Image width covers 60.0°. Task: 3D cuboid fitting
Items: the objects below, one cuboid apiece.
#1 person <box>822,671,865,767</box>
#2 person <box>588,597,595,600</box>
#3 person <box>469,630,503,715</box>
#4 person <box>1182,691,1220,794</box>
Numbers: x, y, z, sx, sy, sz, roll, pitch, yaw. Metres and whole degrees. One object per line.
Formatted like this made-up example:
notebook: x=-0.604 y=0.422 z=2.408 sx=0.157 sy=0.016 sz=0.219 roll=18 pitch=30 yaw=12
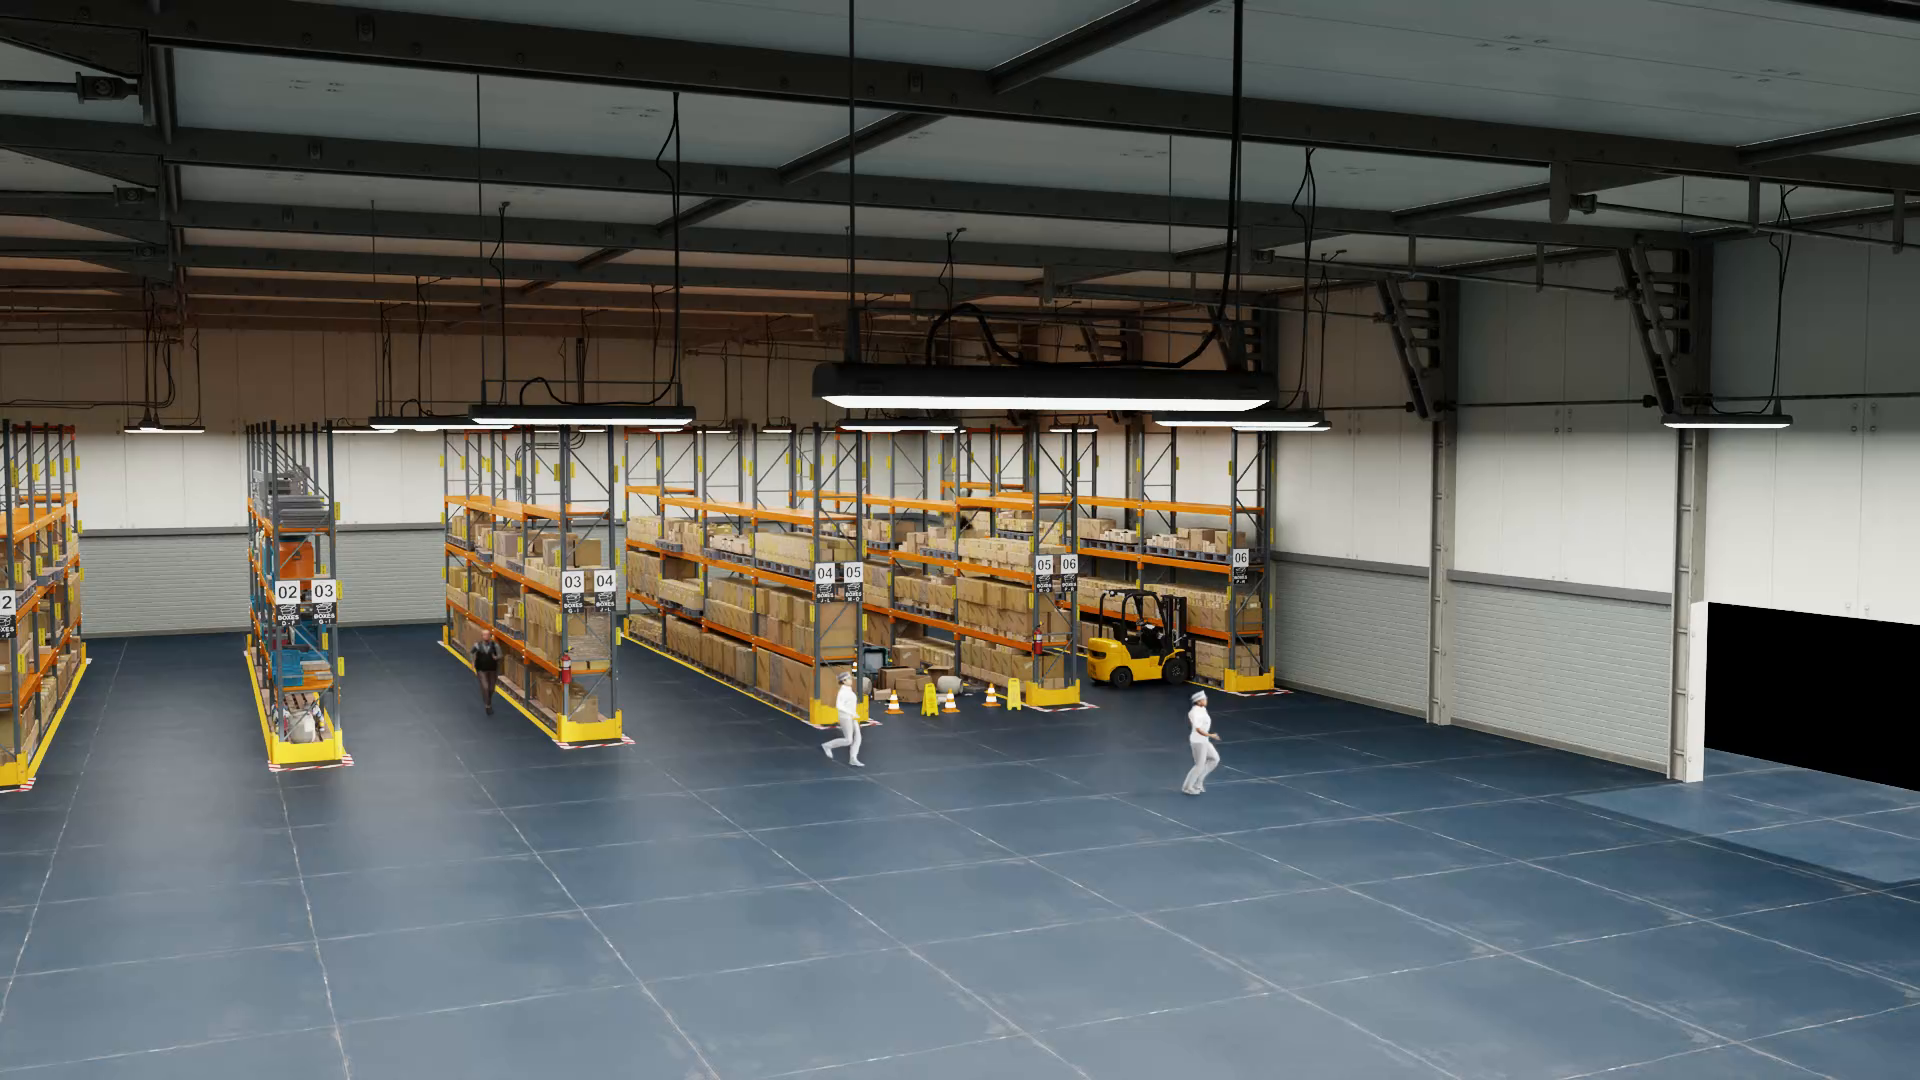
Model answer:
person: x=-2.000 y=3.098 z=28.857 sx=0.728 sy=1.682 sz=0.617 roll=1 pitch=4 yaw=10
person: x=-10.335 y=1.994 z=46.185 sx=0.710 sy=1.692 sz=0.551 roll=-2 pitch=4 yaw=-26
person: x=-9.750 y=2.698 z=34.256 sx=0.656 sy=1.704 sz=0.952 roll=-2 pitch=4 yaw=-27
person: x=3.859 y=3.220 z=26.590 sx=0.603 sy=1.662 sz=0.579 roll=1 pitch=4 yaw=12
